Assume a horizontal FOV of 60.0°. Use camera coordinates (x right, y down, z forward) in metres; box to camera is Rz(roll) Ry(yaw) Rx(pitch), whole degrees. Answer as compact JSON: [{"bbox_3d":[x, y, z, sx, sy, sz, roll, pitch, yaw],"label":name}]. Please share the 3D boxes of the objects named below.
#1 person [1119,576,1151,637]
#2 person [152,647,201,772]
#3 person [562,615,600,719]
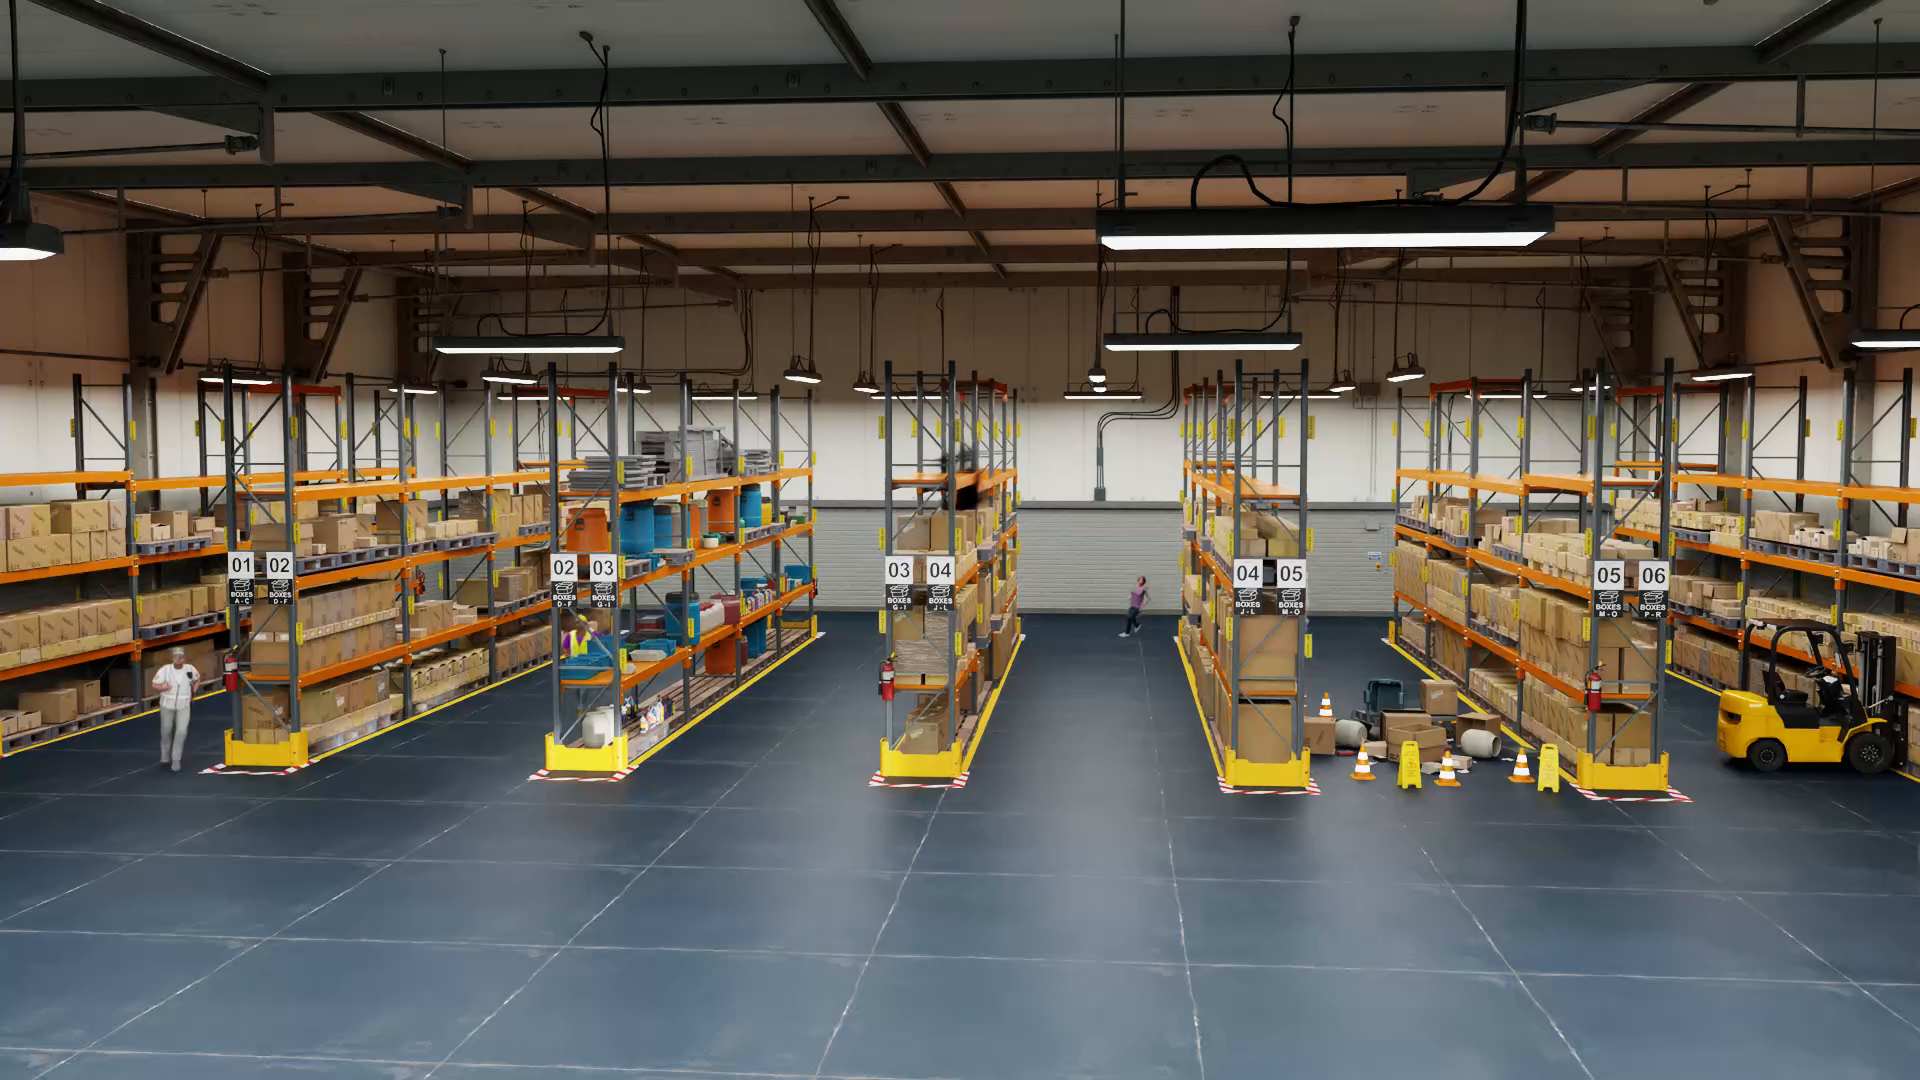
[{"bbox_3d":[4.335,1.602,40.311,0.719,1.494,0.664,3,5,41],"label":"person"},{"bbox_3d":[-11.664,2.498,24.768,0.662,1.847,0.807,-2,4,-25],"label":"person"},{"bbox_3d":[-6.642,2.199,29.268,0.725,1.776,0.841,0,4,3],"label":"person"}]
